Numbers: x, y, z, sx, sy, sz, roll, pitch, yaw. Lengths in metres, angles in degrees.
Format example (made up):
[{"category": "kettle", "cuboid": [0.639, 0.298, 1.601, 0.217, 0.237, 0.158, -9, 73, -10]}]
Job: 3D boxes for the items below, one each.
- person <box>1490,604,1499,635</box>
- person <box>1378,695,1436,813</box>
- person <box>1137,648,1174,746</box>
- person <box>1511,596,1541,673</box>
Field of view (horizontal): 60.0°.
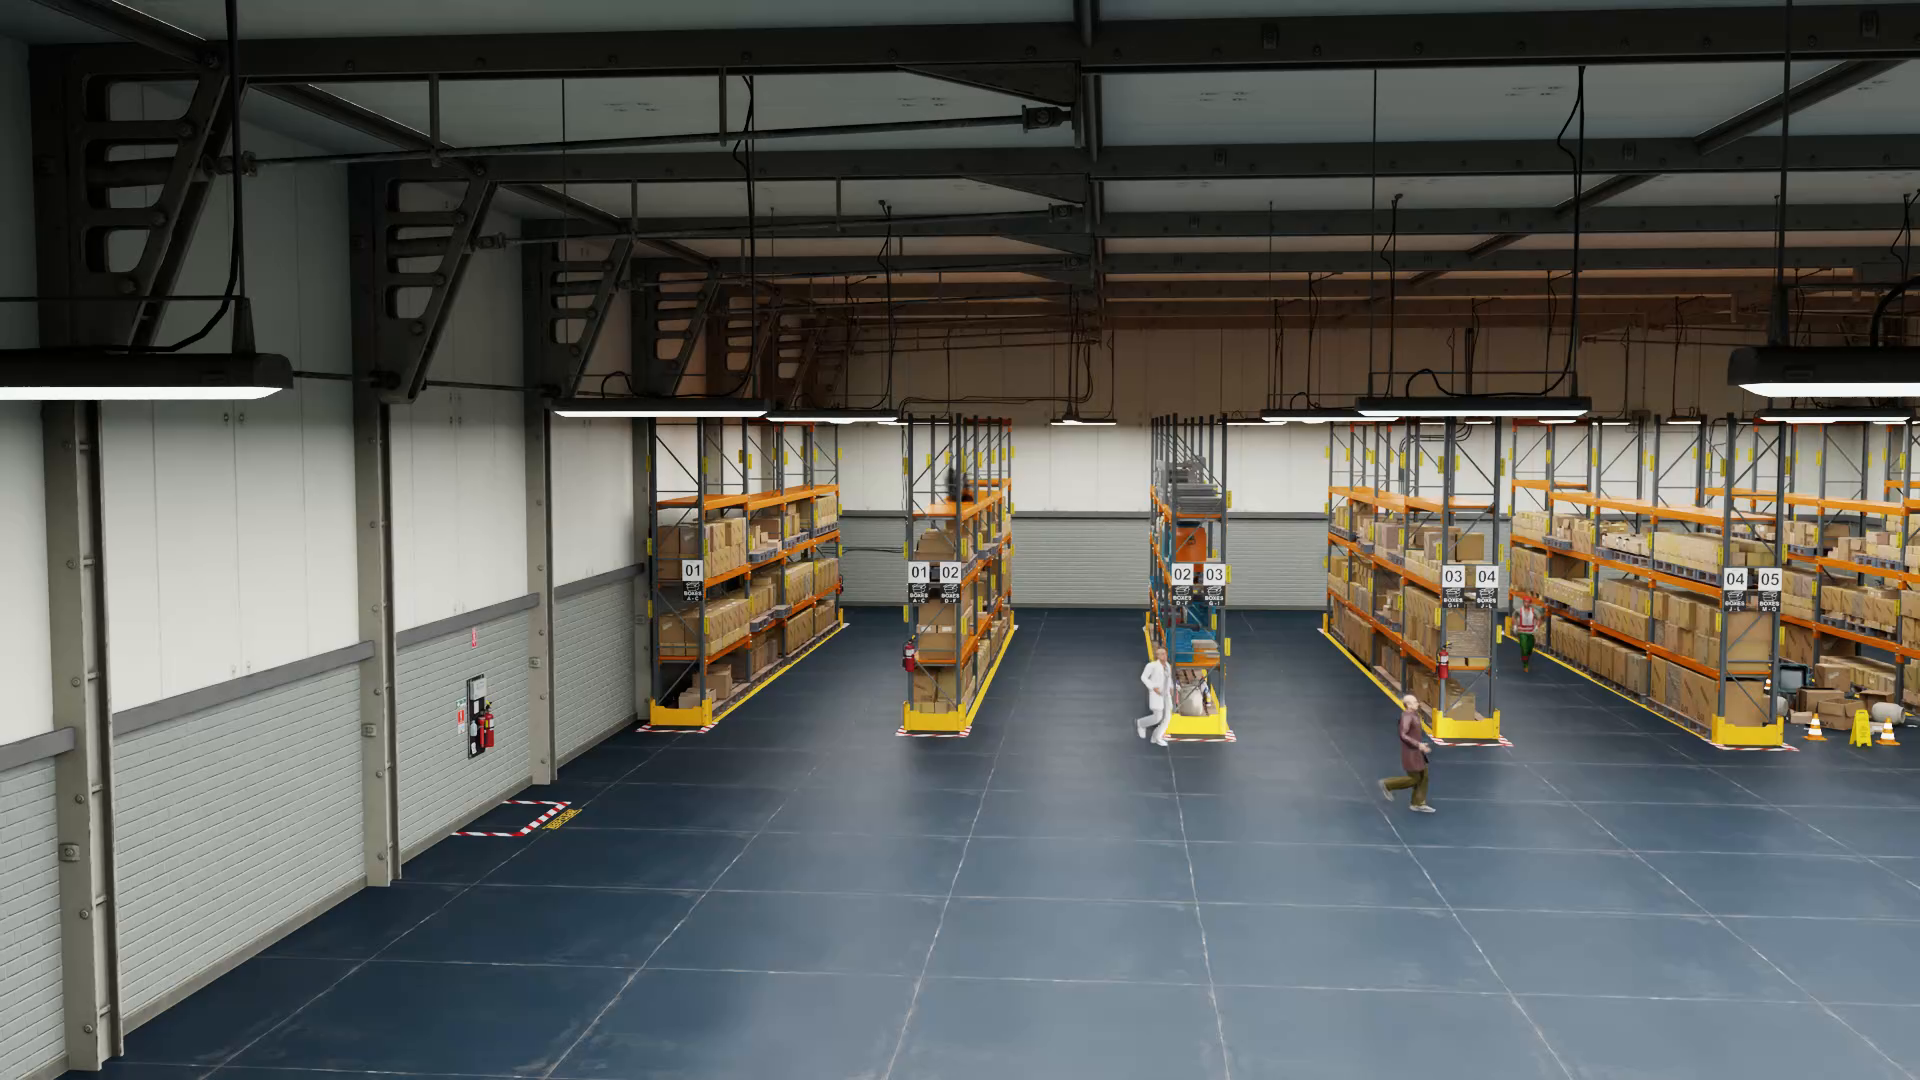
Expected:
[{"category": "person", "cuboid": [13.721, 2.007, 43.350, 0.615, 1.653, 0.620, 1, 4, 13]}, {"category": "person", "cuboid": [6.695, 3.184, 24.849, 0.838, 1.752, 0.712, 1, 4, 21]}, {"category": "person", "cuboid": [3.599, 2.830, 30.232, 0.733, 1.737, 0.661, -3, 5, -35]}, {"category": "person", "cuboid": [13.371, 2.204, 39.256, 0.668, 1.786, 0.892, 1, 4, 10]}]
